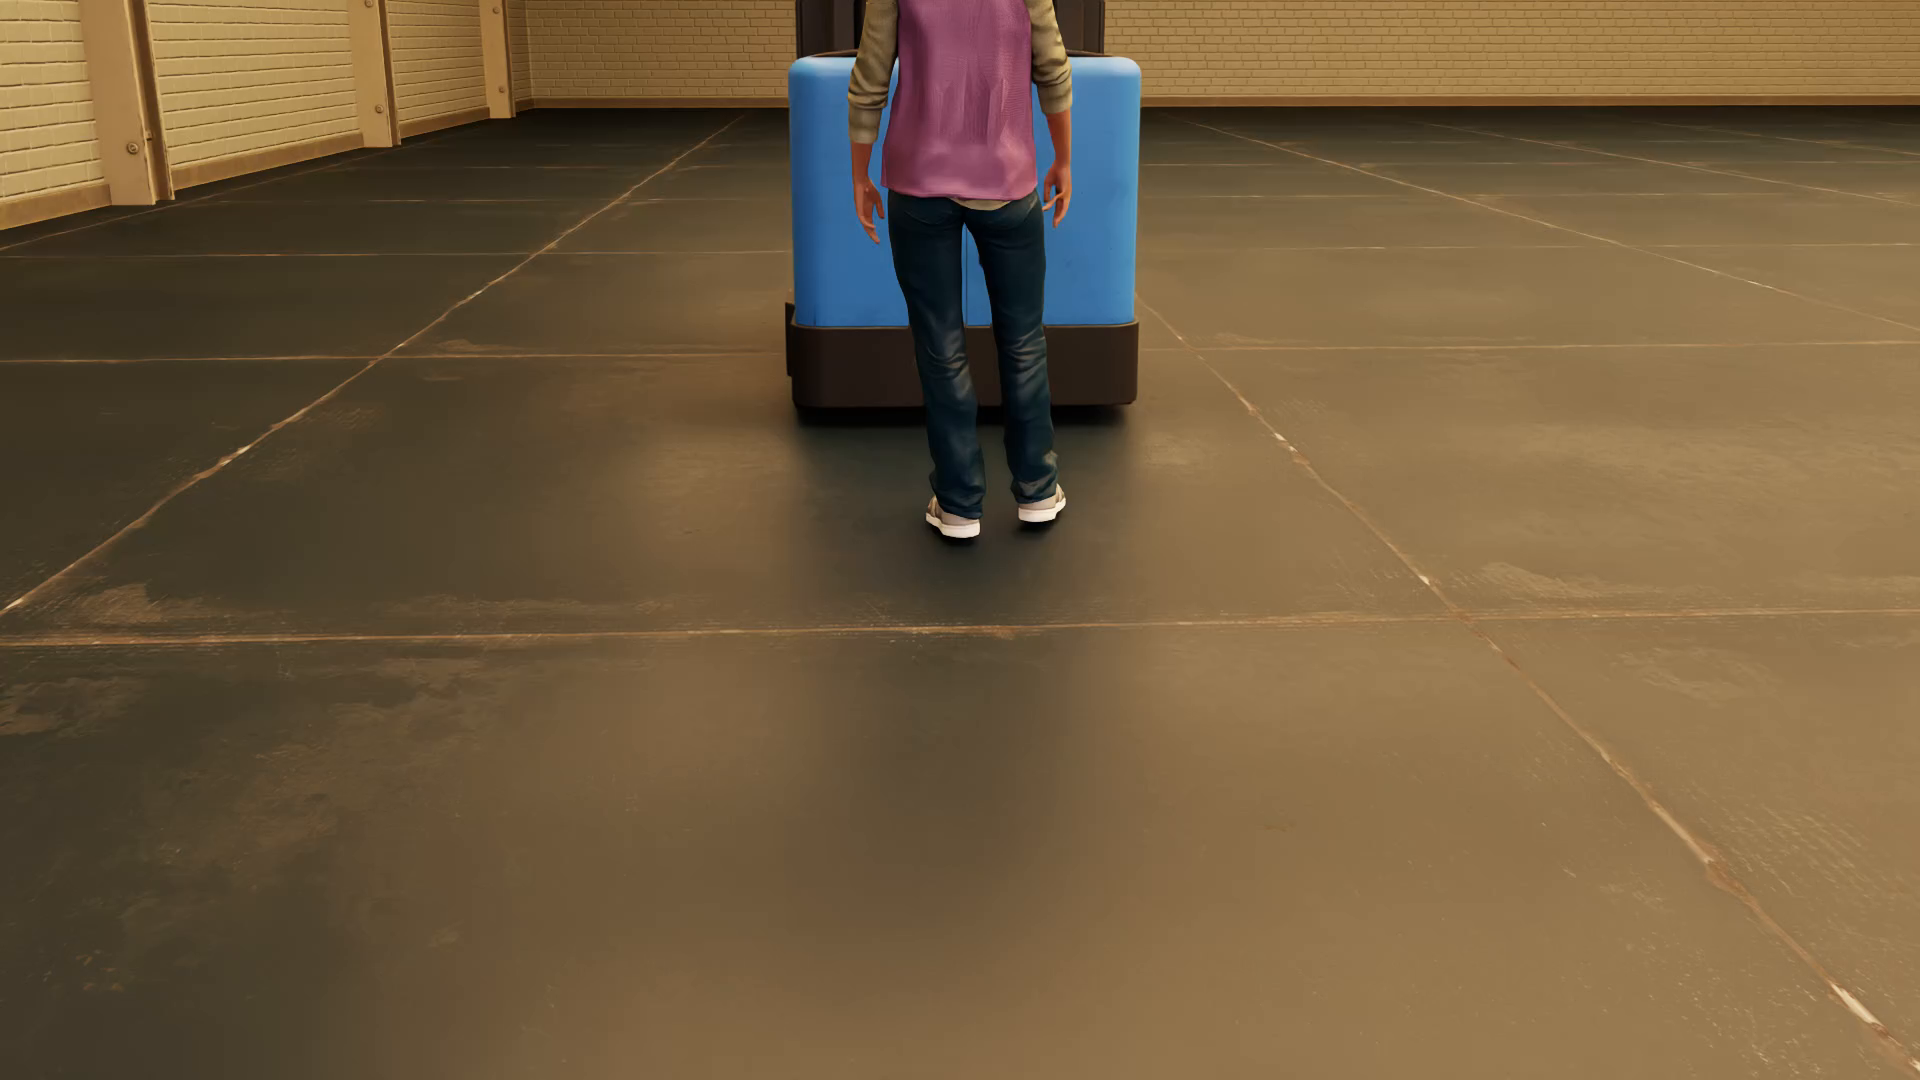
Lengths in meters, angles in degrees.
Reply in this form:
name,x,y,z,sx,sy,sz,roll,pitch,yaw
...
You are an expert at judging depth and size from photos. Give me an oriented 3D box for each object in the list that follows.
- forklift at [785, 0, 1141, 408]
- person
name,x,y,z,sx,sy,sz,roll,pitch,yaw
forklift,-0.045,-2.175,6.017,1.130,2.935,3.031,-1,17,-2
person,0.010,-0.792,3.754,0.521,1.599,0.473,-1,17,-3
